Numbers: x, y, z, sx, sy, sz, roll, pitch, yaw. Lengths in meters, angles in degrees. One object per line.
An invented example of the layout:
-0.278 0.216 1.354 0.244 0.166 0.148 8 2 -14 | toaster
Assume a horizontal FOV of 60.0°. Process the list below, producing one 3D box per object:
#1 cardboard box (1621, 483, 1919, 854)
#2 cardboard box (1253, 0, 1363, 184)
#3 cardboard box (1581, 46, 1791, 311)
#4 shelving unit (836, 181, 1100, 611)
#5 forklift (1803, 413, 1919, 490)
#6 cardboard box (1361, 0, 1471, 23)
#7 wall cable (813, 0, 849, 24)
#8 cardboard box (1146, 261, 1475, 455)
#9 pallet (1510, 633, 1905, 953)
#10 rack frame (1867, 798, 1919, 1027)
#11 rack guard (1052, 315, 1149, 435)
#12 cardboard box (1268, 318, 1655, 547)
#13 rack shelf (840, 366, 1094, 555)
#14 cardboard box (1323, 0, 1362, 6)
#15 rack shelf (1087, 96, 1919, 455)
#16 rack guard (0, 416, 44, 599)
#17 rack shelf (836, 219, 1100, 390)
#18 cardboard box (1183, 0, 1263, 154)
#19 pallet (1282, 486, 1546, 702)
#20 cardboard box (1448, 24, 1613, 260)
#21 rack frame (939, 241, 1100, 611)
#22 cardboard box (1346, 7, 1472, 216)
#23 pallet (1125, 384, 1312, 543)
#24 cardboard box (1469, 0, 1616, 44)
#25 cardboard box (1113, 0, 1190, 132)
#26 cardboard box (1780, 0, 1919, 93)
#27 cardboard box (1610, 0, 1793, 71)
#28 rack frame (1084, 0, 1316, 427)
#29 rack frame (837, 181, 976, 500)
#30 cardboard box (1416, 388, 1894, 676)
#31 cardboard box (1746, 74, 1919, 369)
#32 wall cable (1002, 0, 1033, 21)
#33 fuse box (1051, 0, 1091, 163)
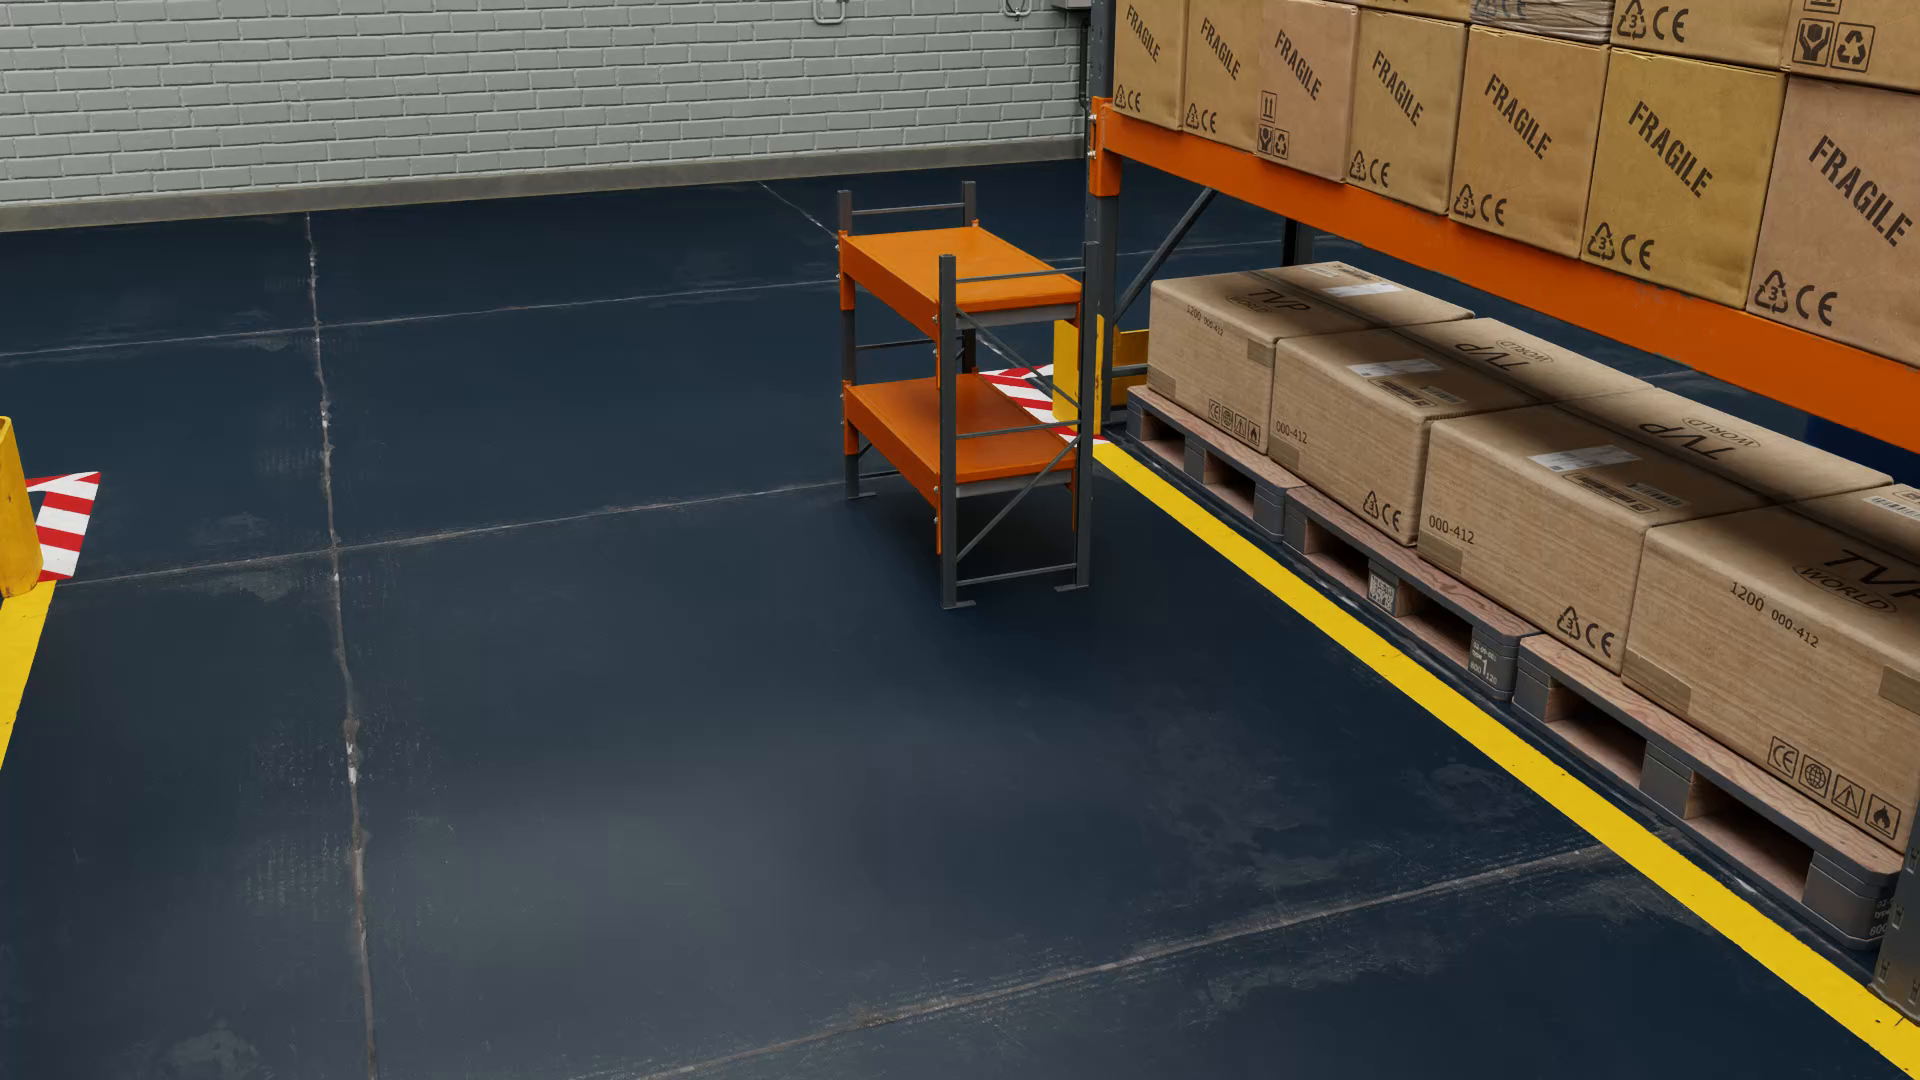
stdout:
2.277 0.264 4.019 0.875 0.438 0.875 -9 24 -20 | cardboard box
1.254 -1.398 5.077 0.500 0.500 0.500 -8 24 -19 | cardboard box
1.809 -0.846 3.766 0.500 0.500 0.500 -9 24 -20 | cardboard box
-0.002 -0.521 5.537 0.538 1.125 1.048 -8 24 -19 | shelving unit
3.789 -0.862 4.021 1.130 2.935 3.031 -8 24 -19 | forklift
1.444 -1.673 4.441 0.500 0.500 0.500 -8 24 -19 | cardboard box
-1.028 -4.462 11.125 0.585 1.953 0.123 -8 24 -19 | wall cable
1.312 -0.720 6.355 0.875 0.438 0.875 -9 25 -21 | cardboard box
2.203 0.518 4.249 1.003 0.211 1.213 -8 24 -19 | pallet
2.399 -0.480 3.027 1.000 3.000 0.127 -8 24 -19 | rack frame
0.977 -0.790 6.981 1.175 0.500 0.348 -8 24 -19 | rack guard
1.643 -0.389 5.568 0.875 0.438 0.875 -8 24 -18 | cardboard box
-0.002 -0.295 5.632 0.538 0.278 1.000 -8 24 -19 | rack shelf
1.267 -1.854 4.870 0.500 0.500 0.500 -9 24 -19 | cardboard box
1.692 -0.875 4.890 1.077 0.370 4.000 -8 24 -19 | rack shelf
-3.583 -0.038 5.196 1.175 0.500 0.348 -8 24 -19 | rack guard
-0.002 -0.791 5.424 0.538 0.278 1.000 -8 24 -19 | rack shelf
1.091 -1.586 5.521 0.500 0.500 0.500 -9 24 -20 | cardboard box
1.768 0.074 5.303 1.003 0.211 1.213 -8 24 -19 | pallet
1.617 -1.026 4.194 0.500 0.500 0.500 -9 24 -20 | cardboard box
0.177 -0.336 5.099 0.500 1.125 0.032 -8 24 -19 | rack frame
1.447 -1.219 4.650 0.500 0.500 0.500 -8 24 -17 | cardboard box
1.341 -0.369 6.353 1.003 0.211 1.213 -8 24 -19 | pallet
1.613 -1.489 4.006 0.500 0.500 0.500 -8 24 -18 | cardboard box
0.886 -1.766 5.948 0.500 0.500 0.500 -9 24 -19 | cardboard box
1.974 -1.120 3.130 0.500 0.500 0.500 -9 24 -19 | cardboard box
1.802 -1.306 3.570 0.500 0.500 0.500 -9 24 -20 | cardboard box
0.986 -1.933 6.475 1.000 3.000 0.127 -8 24 -19 | rack frame
-0.182 -0.705 5.976 0.500 1.125 0.032 -8 24 -19 | rack frame
1.960 -0.061 4.790 0.875 0.438 0.875 -9 25 -21 | cardboard box
1.996 -0.659 3.324 0.500 0.500 0.500 -8 24 -19 | cardboard box
0.294 -4.646 11.603 0.588 1.984 0.122 -8 24 -19 | wall cable
0.988 -3.620 12.137 0.539 1.711 0.414 -8 24 -19 | fuse box
